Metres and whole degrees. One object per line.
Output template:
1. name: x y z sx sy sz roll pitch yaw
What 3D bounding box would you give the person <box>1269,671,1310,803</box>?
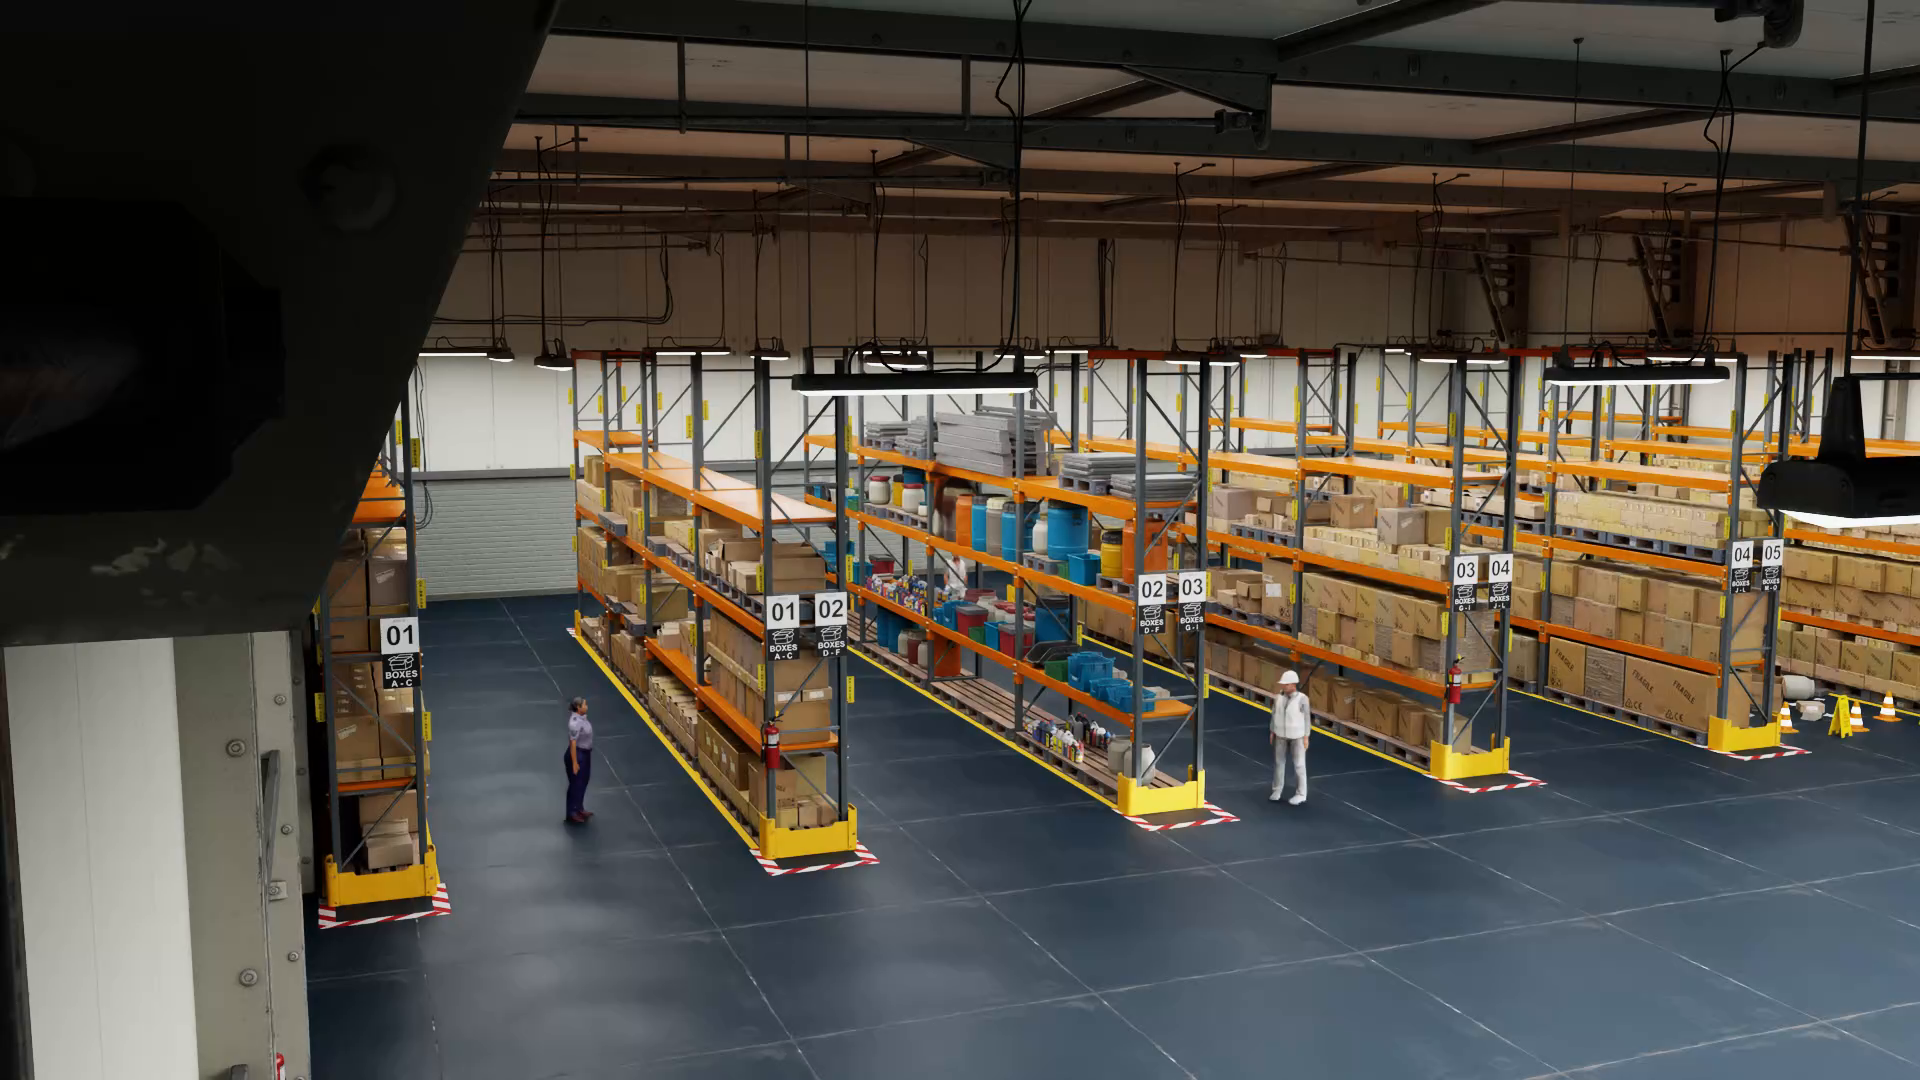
1. person: 4.442 2.651 22.512 0.565 1.776 0.433 5 9 34

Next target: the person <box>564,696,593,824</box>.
1. person: -4.945 2.933 21.632 0.372 1.460 0.583 0 7 2

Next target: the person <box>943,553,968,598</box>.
1. person: -0.044 1.021 35.665 0.649 1.738 1.019 -3 8 -23
